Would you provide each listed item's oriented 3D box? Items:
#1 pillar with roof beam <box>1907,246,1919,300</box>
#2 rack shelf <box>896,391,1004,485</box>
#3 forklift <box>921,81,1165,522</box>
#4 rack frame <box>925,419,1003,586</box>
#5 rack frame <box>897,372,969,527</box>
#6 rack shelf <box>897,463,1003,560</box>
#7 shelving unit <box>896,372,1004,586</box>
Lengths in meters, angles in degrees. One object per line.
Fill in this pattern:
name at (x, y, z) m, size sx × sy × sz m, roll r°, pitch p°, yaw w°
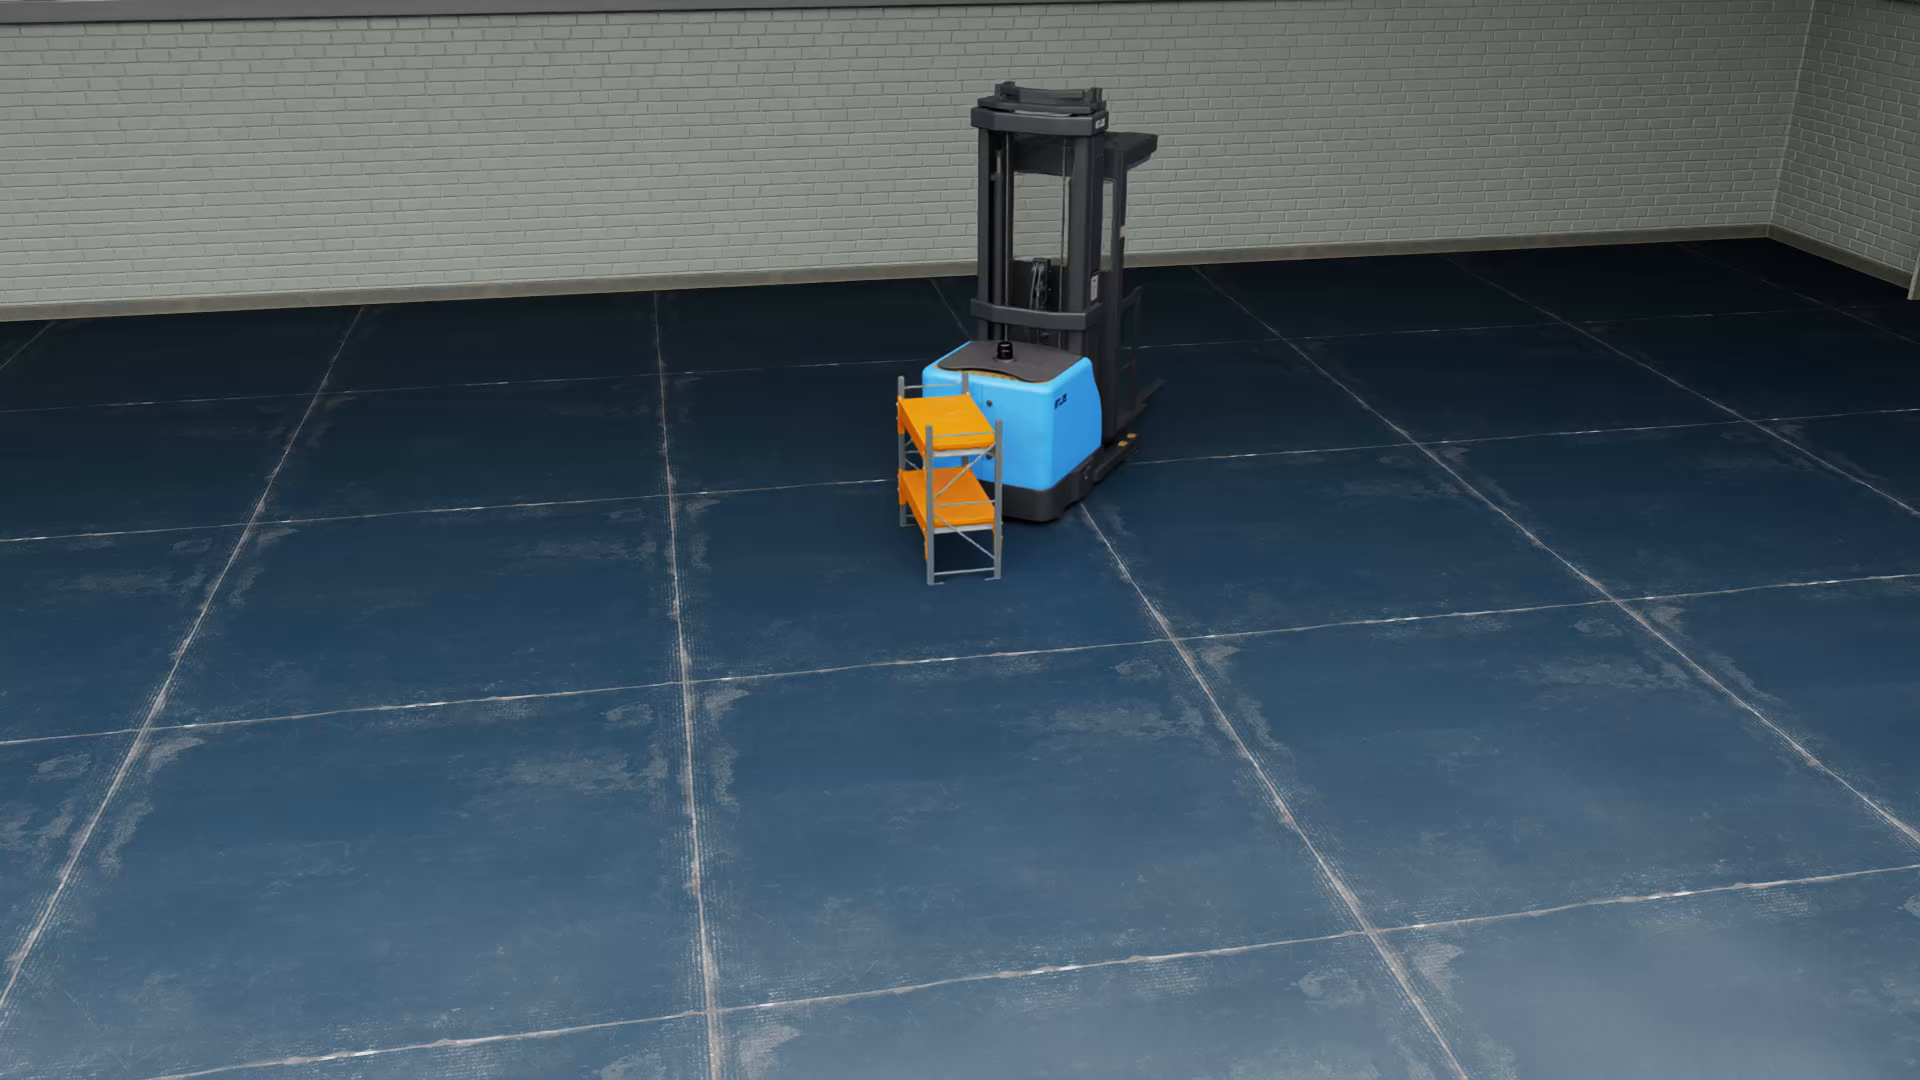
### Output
pillar with roof beam at (5.986, -6.300, 14.931) m, size 9.100 × 9.000 × 0.400 m, roll -4°, pitch 24°, yaw -10°
rack shelf at (-0.080, -0.702, 11.222) m, size 0.538 × 0.278 × 1.000 m, roll -5°, pitch 24°, yaw -11°
forklift at (0.808, -2.030, 12.736) m, size 1.130 × 2.935 × 3.031 m, roll 11°, pitch 26°, yaw 23°
rack frame at (0.027, -0.235, 10.883) m, size 0.500 × 1.125 × 0.032 m, roll -5°, pitch 24°, yaw -11°
rack frame at (-0.187, -0.633, 11.794) m, size 0.500 × 1.125 × 0.032 m, roll -5°, pitch 24°, yaw -11°
rack shelf at (-0.080, -0.210, 11.437) m, size 0.538 × 0.278 × 1.000 m, roll -5°, pitch 24°, yaw -11°
shelving unit at (-0.080, -0.434, 11.339) m, size 0.538 × 1.125 × 1.048 m, roll -5°, pitch 24°, yaw -11°
